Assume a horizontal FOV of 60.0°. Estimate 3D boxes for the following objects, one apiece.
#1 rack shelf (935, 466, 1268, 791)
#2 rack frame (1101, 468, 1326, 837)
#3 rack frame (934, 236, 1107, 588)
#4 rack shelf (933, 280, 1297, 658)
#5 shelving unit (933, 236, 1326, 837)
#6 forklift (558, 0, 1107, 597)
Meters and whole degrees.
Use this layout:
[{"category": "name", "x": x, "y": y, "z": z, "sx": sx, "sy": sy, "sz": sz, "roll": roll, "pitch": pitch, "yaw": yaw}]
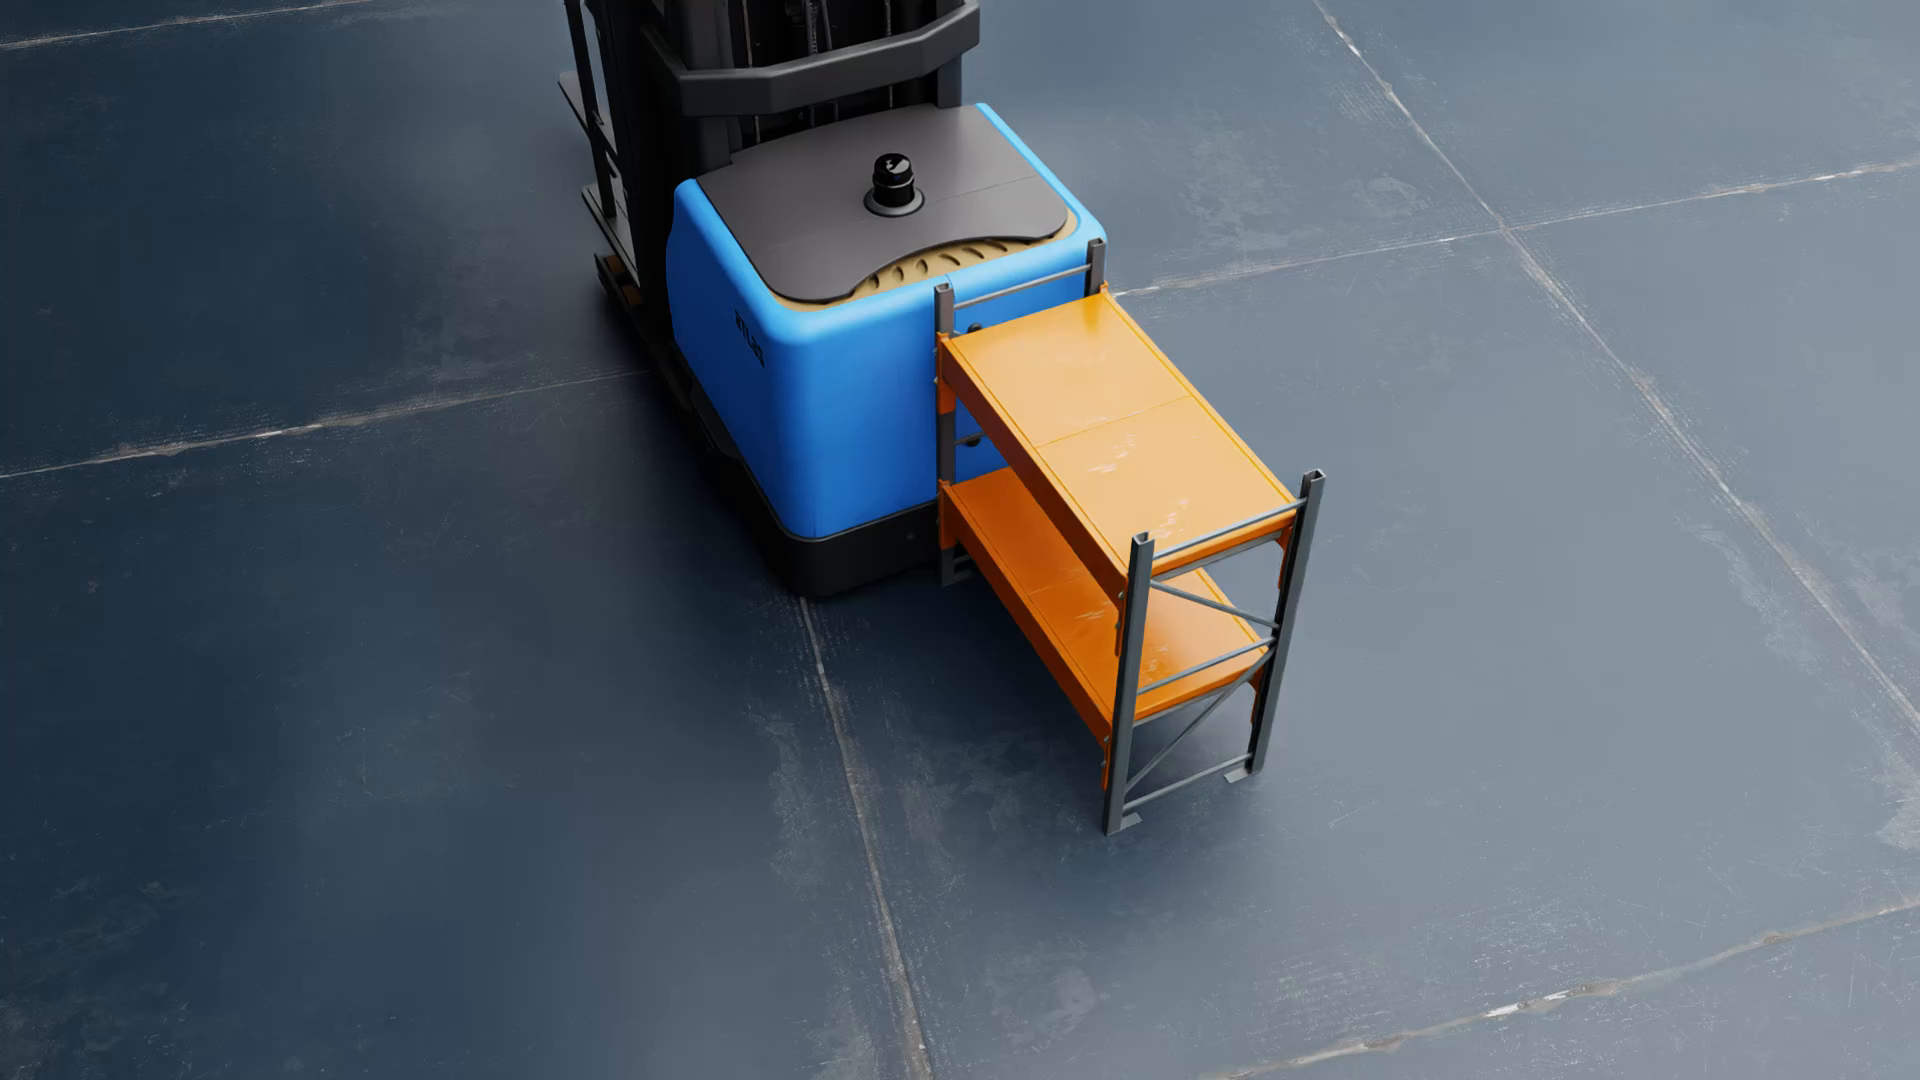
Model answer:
[{"category": "rack shelf", "x": 0.387, "y": 0.161, "z": 4.647, "sx": 0.538, "sy": 0.278, "sz": 1.000, "roll": -19, "pitch": 49, "yaw": -18}, {"category": "rack frame", "x": 0.611, "y": 0.316, "z": 4.153, "sx": 0.500, "sy": 1.125, "sz": 0.032, "roll": -19, "pitch": 49, "yaw": -18}, {"category": "rack frame", "x": 0.163, "y": -0.336, "z": 4.792, "sx": 0.500, "sy": 1.125, "sz": 0.032, "roll": -19, "pitch": 49, "yaw": -18}, {"category": "rack shelf", "x": 0.387, "y": -0.215, "z": 4.263, "sx": 0.538, "sy": 0.278, "sz": 1.000, "roll": -19, "pitch": 49, "yaw": -18}, {"category": "shelving unit", "x": 0.387, "y": -0.010, "z": 4.472, "sx": 0.538, "sy": 1.125, "sz": 1.048, "roll": -19, "pitch": 49, "yaw": -18}, {"category": "forklift", "x": -0.676, "y": -1.913, "z": 5.073, "sx": 1.130, "sy": 2.935, "sz": 3.031, "roll": -19, "pitch": 49, "yaw": -18}]
